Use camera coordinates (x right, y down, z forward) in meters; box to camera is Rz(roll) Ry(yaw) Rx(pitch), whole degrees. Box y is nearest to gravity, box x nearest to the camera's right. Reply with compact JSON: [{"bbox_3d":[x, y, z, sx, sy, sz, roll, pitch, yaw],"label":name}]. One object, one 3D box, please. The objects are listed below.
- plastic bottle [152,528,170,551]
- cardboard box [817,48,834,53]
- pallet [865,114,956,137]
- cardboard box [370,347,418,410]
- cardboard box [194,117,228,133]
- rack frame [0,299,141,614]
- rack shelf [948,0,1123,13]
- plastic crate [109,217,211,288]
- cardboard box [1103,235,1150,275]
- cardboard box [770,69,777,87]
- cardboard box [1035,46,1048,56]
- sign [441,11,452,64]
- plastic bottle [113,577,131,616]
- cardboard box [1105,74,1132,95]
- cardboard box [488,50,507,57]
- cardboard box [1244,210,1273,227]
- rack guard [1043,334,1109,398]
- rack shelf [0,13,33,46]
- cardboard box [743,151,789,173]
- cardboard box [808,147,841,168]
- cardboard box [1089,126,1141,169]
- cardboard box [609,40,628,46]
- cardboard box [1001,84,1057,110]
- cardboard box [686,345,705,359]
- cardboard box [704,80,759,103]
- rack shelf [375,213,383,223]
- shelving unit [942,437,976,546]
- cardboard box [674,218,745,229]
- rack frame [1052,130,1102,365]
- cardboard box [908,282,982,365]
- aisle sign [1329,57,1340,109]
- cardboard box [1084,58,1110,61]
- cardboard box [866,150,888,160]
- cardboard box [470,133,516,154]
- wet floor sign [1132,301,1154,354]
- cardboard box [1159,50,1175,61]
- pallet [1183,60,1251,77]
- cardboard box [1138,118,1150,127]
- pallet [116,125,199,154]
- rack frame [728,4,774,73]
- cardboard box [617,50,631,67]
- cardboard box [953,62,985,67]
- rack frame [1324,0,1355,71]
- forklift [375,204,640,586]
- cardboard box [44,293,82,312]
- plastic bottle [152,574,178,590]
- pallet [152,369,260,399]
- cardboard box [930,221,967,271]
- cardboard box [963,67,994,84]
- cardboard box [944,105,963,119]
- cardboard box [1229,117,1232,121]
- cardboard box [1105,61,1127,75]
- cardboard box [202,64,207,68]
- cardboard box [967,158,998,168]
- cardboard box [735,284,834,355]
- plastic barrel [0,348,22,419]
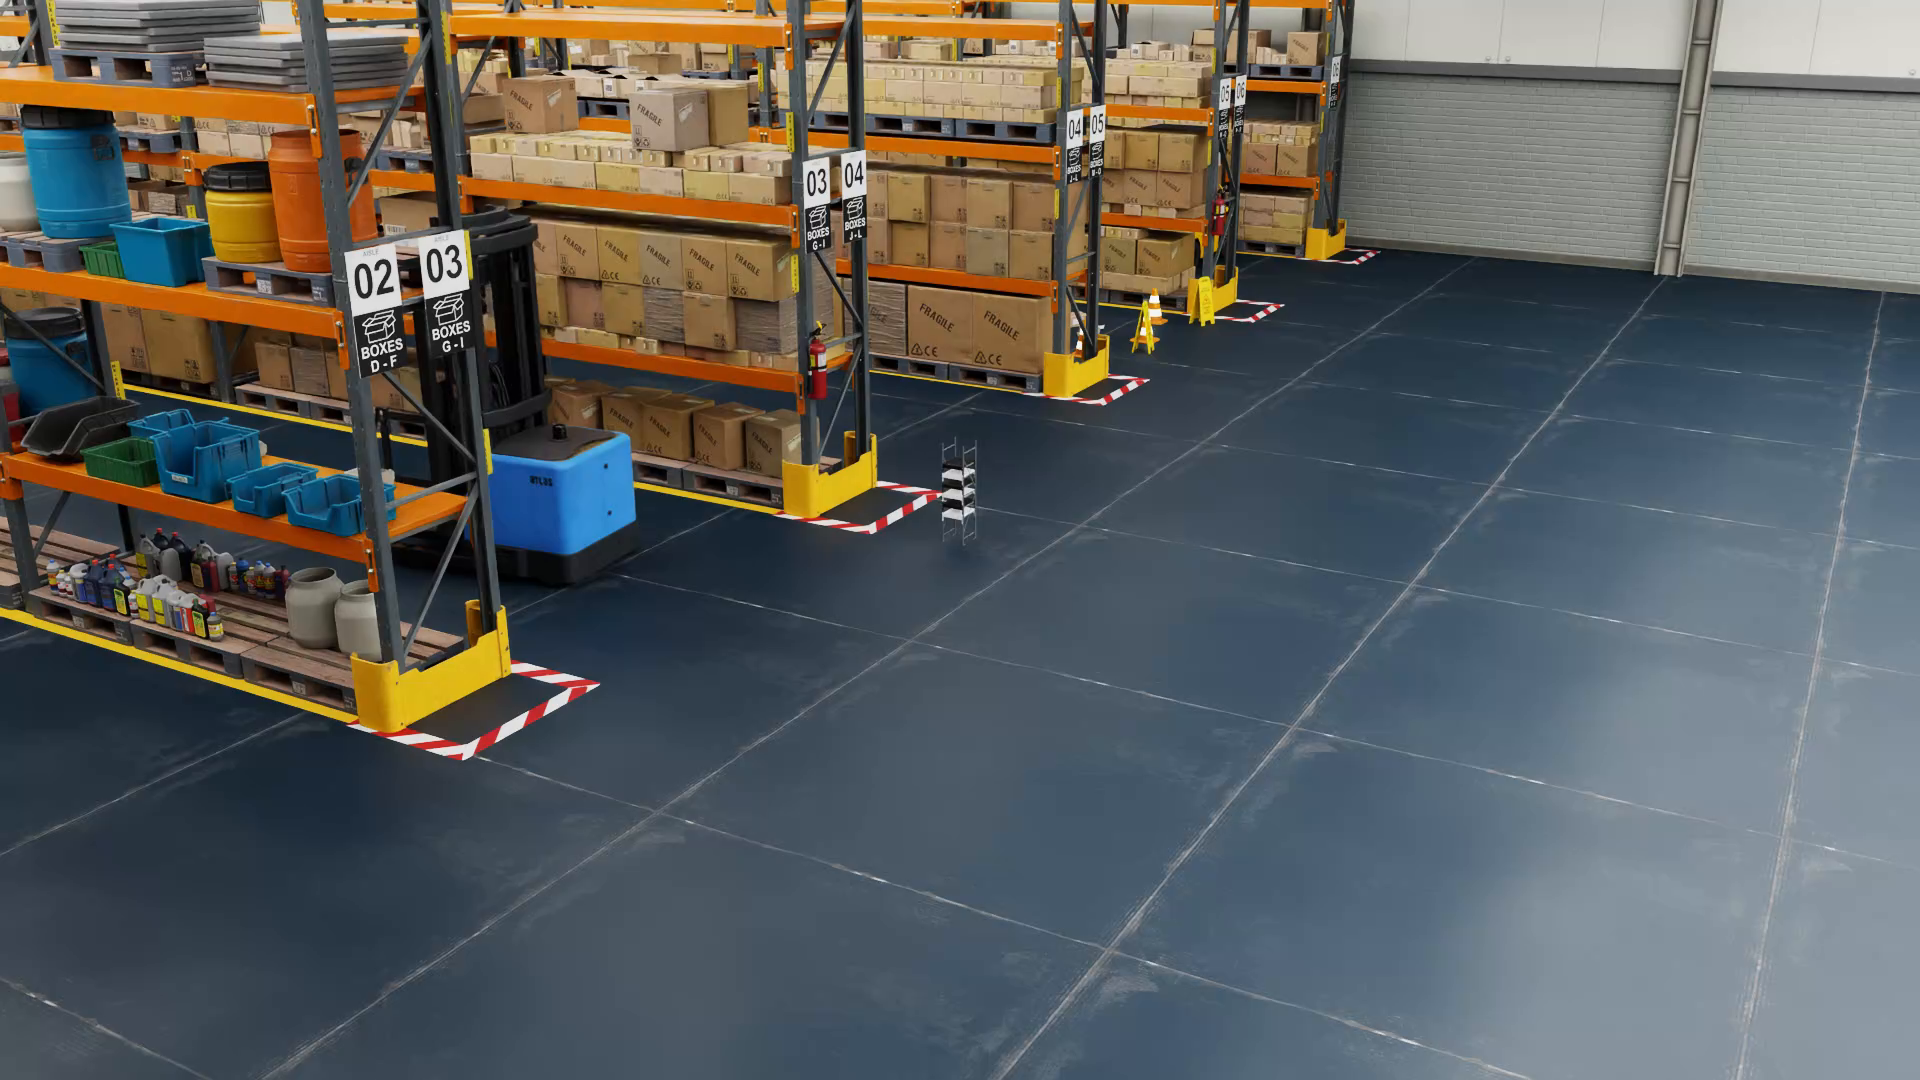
[{"bbox_3d":[-6.354,0.080,13.283,0.185,0.351,0.144,10,22,26],"label":"plastic bottle"},{"bbox_3d":[-2.326,-9.067,31.081,0.500,0.250,0.500,11,23,27],"label":"cardboard box"},{"bbox_3d":[-0.364,-4.940,19.614,1.213,0.211,1.003,11,23,27],"label":"pallet"},{"bbox_3d":[-6.063,-1.772,18.170,0.500,0.500,0.700,9,22,23],"label":"cardboard box"},{"bbox_3d":[-7.849,-4.657,17.823,0.500,0.500,0.500,11,23,28],"label":"cardboard box"},{"bbox_3d":[-7.057,-0.980,12.965,0.127,3.000,1.000,11,23,27],"label":"rack frame"},{"bbox_3d":[0.863,-9.509,29.323,4.000,0.370,1.077,11,23,27],"label":"rack shelf"},{"bbox_3d":[-5.377,-1.945,11.249,0.575,0.384,0.392,11,23,27],"label":"plastic crate"},{"bbox_3d":[2.400,-4.138,23.988,0.500,0.500,0.500,12,23,29],"label":"cardboard box"},{"bbox_3d":[-2.886,-7.271,26.107,0.258,0.266,0.396,11,23,27],"label":"cardboard box"},{"bbox_3d":[1.501,-8.512,28.936,0.250,0.149,0.380,11,23,27],"label":"cardboard box"},{"bbox_3d":[-3.293,-3.199,10.593,0.005,0.325,0.100,11,23,27],"label":"sign"},{"bbox_3d":[-6.266,0.419,12.446,0.133,0.283,0.061,12,23,30],"label":"plastic bottle"},{"bbox_3d":[2.212,-6.392,23.271,0.500,0.250,0.500,12,23,29],"label":"cardboard box"},{"bbox_3d":[-6.295,-6.631,22.877,0.258,0.266,0.396,11,23,27],"label":"cardboard box"},{"bbox_3d":[5.091,-5.432,27.922,0.500,0.250,0.500,11,22,27],"label":"cardboard box"},{"bbox_3d":[1.379,-2.070,19.635,0.348,0.500,1.175,11,23,27],"label":"rack guard"},{"bbox_3d":[-9.880,-5.746,18.948,4.000,0.370,1.077,11,23,27],"label":"rack shelf"},{"bbox_3d":[-1.714,-3.347,14.729,0.250,0.149,0.380,10,22,26],"label":"cardboard box"},{"bbox_3d":[-1.277,-3.431,14.958,0.250,0.149,0.380,11,22,27],"label":"cardboard box"},{"bbox_3d":[2.197,-5.557,23.533,0.500,0.500,0.700,10,22,27],"label":"cardboard box"},{"bbox_3d":[-6.719,-10.035,33.314,0.500,0.250,0.500,10,22,26],"label":"cardboard box"},{"bbox_3d":[0.794,-4.971,18.590,0.500,0.250,0.500,11,23,28],"label":"cardboard box"},{"bbox_3d":[-2.369,-1.825,15.663,0.250,0.149,0.380,11,23,27],"label":"cardboard box"},{"bbox_3d":[-2.829,-5.568,20.672,0.500,0.250,0.500,11,23,28],"label":"cardboard box"},{"bbox_3d":[-7.373,-4.574,23.927,4.000,0.370,1.077,11,23,27],"label":"rack shelf"},{"bbox_3d":[-0.007,-0.424,14.513,0.210,0.900,0.258,11,23,27],"label":"shelving unit"},{"bbox_3d":[-2.367,-2.786,15.896,0.500,0.500,0.500,11,23,27],"label":"cardboard box"},{"bbox_3d":[1.358,-3.249,19.220,0.127,3.000,1.000,11,23,27],"label":"rack frame"},{"bbox_3d":[-0.036,-2.686,20.169,0.875,0.875,0.875,10,22,26],"label":"cardboard box"},{"bbox_3d":[6.015,-7.341,26.690,0.004,0.787,0.394,11,23,27],"label":"aisle sign"},{"bbox_3d":[1.975,-6.854,23.959,0.250,0.149,0.380,11,23,28],"label":"cardboard box"},{"bbox_3d":[-1.205,-5.967,25.515,0.500,0.500,0.500,12,23,29],"label":"cardboard box"},{"bbox_3d":[-4.508,-3.835,16.074,0.250,0.149,0.380,10,22,26],"label":"cardboard box"},{"bbox_3d":[2.349,-2.727,21.233,0.232,0.644,0.267,7,21,18],"label":"wet floor sign"},{"bbox_3d":[3.523,-8.126,27.873,0.250,0.149,0.380,12,23,29],"label":"cardboard box"},{"bbox_3d":[4.427,-7.914,27.812,1.213,0.211,1.003,11,23,27],"label":"pallet"},{"bbox_3d":[3.242,-7.177,28.515,0.250,0.149,0.380,10,22,26],"label":"cardboard box"},{"bbox_3d":[-8.722,-4.532,18.636,1.003,0.211,1.213,12,23,30],"label":"pallet"},{"bbox_3d":[-3.301,-8.890,25.973,0.127,3.000,1.000,11,23,27],"label":"rack frame"},{"bbox_3d":[-5.368,-7.871,27.145,0.258,0.266,0.396,13,24,32],"label":"cardboard box"},{"bbox_3d":[0.112,-5.522,19.525,0.250,0.149,0.380,10,22,27],"label":"cardboard box"},{"bbox_3d":[6.101,-9.038,26.381,0.127,3.000,1.000,11,23,27],"label":"rack frame"},{"bbox_3d":[-4.324,-1.314,13.986,3.031,2.935,1.130,8,21,21],"label":"forklift"},{"bbox_3d":[-10.277,-2.734,20.302,0.875,0.875,1.225,10,22,25],"label":"cardboard box"},{"bbox_3d":[-5.969,0.405,12.495,0.135,0.276,0.152,11,23,27],"label":"plastic bottle"},{"bbox_3d":[-8.785,-1.962,19.762,1.213,0.211,1.003,11,23,27],"label":"pallet"},{"bbox_3d":[0.093,-3.583,19.921,0.550,0.550,0.875,11,23,27],"label":"cardboard box"},{"bbox_3d":[0.230,-5.242,18.753,0.250,0.149,0.380,11,23,28],"label":"cardboard box"},{"bbox_3d":[0.013,-4.909,19.004,0.250,0.149,0.380,10,22,27],"label":"cardboard box"},{"bbox_3d":[4.576,-7.094,28.288,0.250,0.149,0.380,11,23,28],"label":"cardboard box"},{"bbox_3d":[2.184,-6.617,23.307,0.250,0.149,0.380,10,22,26],"label":"cardboard box"},{"bbox_3d":[-11.020,-7.076,24.859,0.500,0.250,0.500,10,22,25],"label":"cardboard box"},{"bbox_3d":[0.440,-5.435,24.664,0.500,0.500,0.500,11,23,27],"label":"cardboard box"},{"bbox_3d":[-1.616,-2.075,15.403,0.500,0.500,0.875,11,23,27],"label":"cardboard box"},{"bbox_3d":[-7.785,-1.268,13.560,0.433,0.535,0.433,0,20,0],"label":"plastic barrel"}]
